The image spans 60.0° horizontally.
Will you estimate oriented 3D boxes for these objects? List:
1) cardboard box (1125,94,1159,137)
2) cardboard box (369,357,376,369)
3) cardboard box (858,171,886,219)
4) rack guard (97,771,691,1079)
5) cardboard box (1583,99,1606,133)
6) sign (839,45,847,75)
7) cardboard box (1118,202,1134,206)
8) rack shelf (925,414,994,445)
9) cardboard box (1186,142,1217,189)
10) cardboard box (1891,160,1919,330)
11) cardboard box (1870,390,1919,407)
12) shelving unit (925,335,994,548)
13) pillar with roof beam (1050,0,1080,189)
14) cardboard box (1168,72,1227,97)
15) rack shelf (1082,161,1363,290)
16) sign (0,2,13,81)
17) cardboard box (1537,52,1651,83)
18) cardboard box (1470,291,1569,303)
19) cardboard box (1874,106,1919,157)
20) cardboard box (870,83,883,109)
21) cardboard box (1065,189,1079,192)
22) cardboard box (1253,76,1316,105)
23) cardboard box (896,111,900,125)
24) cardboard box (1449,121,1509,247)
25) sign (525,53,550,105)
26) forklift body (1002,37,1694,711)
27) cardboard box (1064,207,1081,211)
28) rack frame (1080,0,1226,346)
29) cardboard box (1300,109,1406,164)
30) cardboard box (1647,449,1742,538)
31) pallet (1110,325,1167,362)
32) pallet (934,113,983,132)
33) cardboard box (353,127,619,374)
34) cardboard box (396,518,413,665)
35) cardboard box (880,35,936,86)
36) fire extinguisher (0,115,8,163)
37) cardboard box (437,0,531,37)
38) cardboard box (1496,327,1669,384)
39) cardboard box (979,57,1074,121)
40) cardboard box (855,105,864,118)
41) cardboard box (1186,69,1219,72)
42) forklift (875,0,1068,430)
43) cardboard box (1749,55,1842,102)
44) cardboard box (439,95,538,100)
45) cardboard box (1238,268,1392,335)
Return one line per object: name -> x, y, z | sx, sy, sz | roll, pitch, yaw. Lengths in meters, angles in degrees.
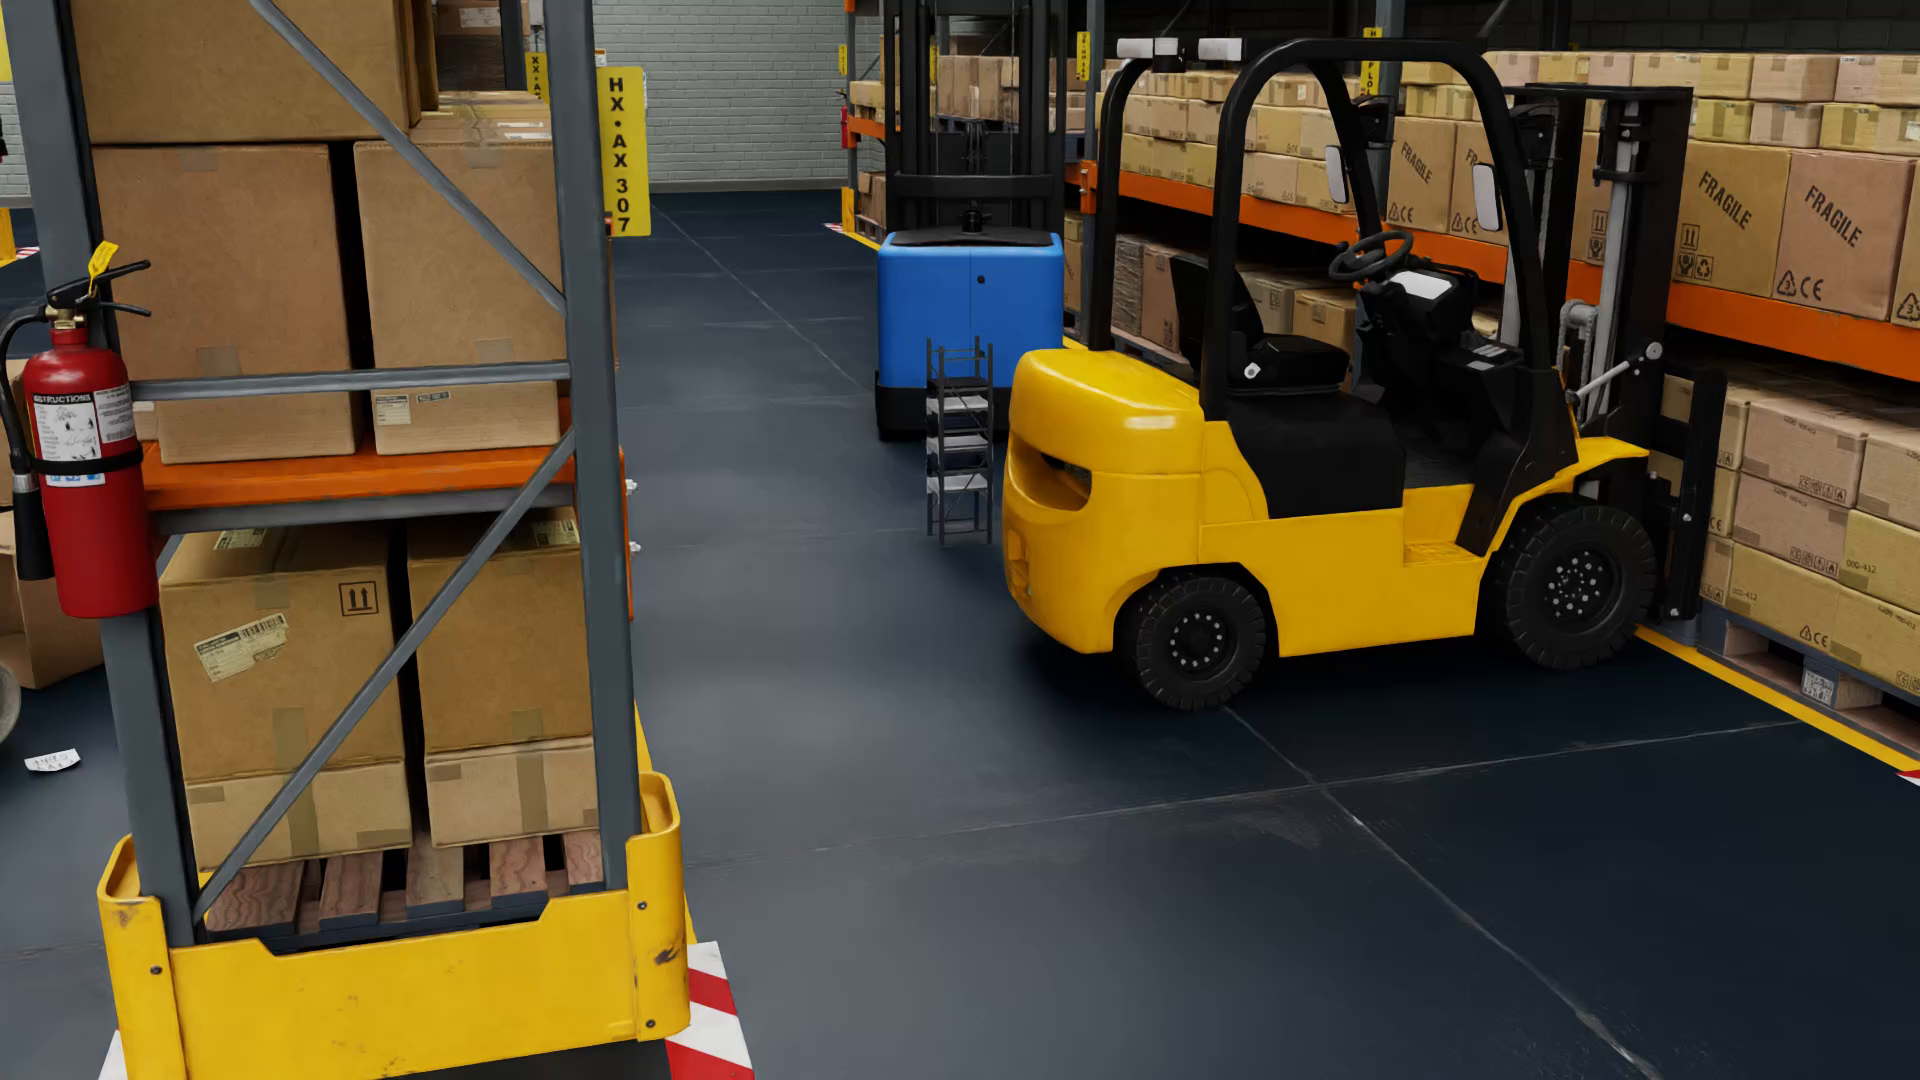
cardboard box -> 1.408, -2.798, 10.945 | 0.500, 0.250, 0.500 | -4, 17, -14
cardboard box -> -1.166, -0.364, 3.886 | 0.380, 0.149, 0.250 | -4, 17, -14
cardboard box -> -0.737, -3.953, 19.007 | 0.797, 0.503, 0.637 | -5, 18, -17
rack guard -> -1.209, 0.871, 3.683 | 1.175, 0.500, 0.348 | -5, 17, -15
cardboard box -> 2.642, -1.698, 6.590 | 0.380, 0.149, 0.250 | -5, 18, -17
sign -> -1.336, -5.496, 19.029 | 0.100, 0.325, 0.005 | -5, 17, -15
cardboard box -> 1.244, -2.684, 13.660 | 0.380, 0.149, 0.250 | -5, 17, -16
rack shelf -> -0.002, -0.488, 7.314 | 0.258, 0.077, 0.200 | -5, 17, -15
cardboard box -> 1.694, -2.272, 10.064 | 0.500, 0.250, 0.500 | -4, 17, -13
cardboard box -> 3.195, -0.862, 4.933 | 0.500, 0.500, 0.500 | -5, 17, -16
cardboard box -> 3.492, -0.347, 5.706 | 0.500, 0.250, 0.500 | -5, 17, -15
shelving unit -> -0.002, -0.433, 7.330 | 0.258, 0.900, 0.210 | -5, 17, -15
pillar with roof beam -> -3.179, -6.814, 14.496 | 9.100, 9.000, 0.400 | -5, 17, -15
cardboard box -> 1.540, -2.877, 10.515 | 0.380, 0.149, 0.250 | -5, 17, -15
rack shelf -> 1.934, -2.014, 10.192 | 1.077, 0.370, 4.000 | -5, 17, -15
sign -> -1.728, -0.973, 2.914 | 0.100, 0.325, 0.005 | -5, 17, -15
cardboard box -> 2.593, -1.910, 6.779 | 0.380, 0.149, 0.250 | -5, 17, -16
cardboard box -> 2.805, -1.047, 8.036 | 0.500, 0.250, 0.500 | -4, 17, -14
cardboard box -> 3.107, -1.276, 5.184 | 0.380, 0.149, 0.250 | -4, 17, -14
cardboard box -> -0.667, -4.769, 17.857 | 0.500, 0.250, 0.500 | -5, 17, -16
cardboard box -> 0.912, -3.046, 14.865 | 0.380, 0.149, 0.250 | -6, 18, -18
cardboard box -> 1.860, -2.522, 9.332 | 0.380, 0.149, 0.250 | -5, 17, -17
cardboard box -> -0.452, -4.394, 17.302 | 0.380, 0.149, 0.250 | -5, 17, -15
cardboard box -> 2.514, -1.567, 7.280 | 0.500, 0.500, 0.500 | -4, 17, -14
sign -> -1.768, -1.871, 6.962 | 0.100, 0.325, 0.005 | -5, 17, -15
forklift body -> 1.308, -0.672, 5.951 | 2.313, 2.155, 1.214 | -5, 17, -15
cardboard box -> 0.842, -2.569, 13.276 | 0.380, 0.149, 0.250 | -4, 17, -14
rack frame -> 1.384, -2.911, 11.930 | 1.000, 3.000, 0.127 | -5, 17, -15
cardboard box -> 2.103, -2.088, 8.581 | 0.500, 0.250, 0.500 | -5, 17, -16
cardboard box -> 2.859, -0.213, 6.127 | 0.500, 0.250, 0.500 | -5, 17, -17
pallet -> 1.573, -1.345, 11.563 | 1.003, 0.211, 1.213 | -5, 17, -15
pallet -> 0.400, -3.696, 14.877 | 1.003, 0.211, 1.213 | -5, 17, -15
cardboard box -> -1.052, -0.648, 3.705 | 0.500, 0.500, 0.500 | -5, 17, -16
cardboard box -> -1.806, 0.107, 4.629 | 0.500, 0.500, 0.500 | -4, 17, -13
cardboard box -> -0.536, -4.992, 17.298 | 0.500, 0.500, 0.500 | -4, 17, -14
fire extinguisher -> -9.943, -4.202, 17.009 | 0.296, 0.674, 0.183 | -5, 17, -15
cardboard box -> -2.077, -2.272, 7.252 | 0.380, 0.149, 0.250 | -5, 17, -15
cardboard box -> 2.594, -0.730, 6.981 | 0.500, 0.250, 0.500 | -4, 17, -13
cardboard box -> 0.561, -3.755, 13.835 | 0.700, 0.500, 0.500 | -5, 17, -16
cardboard box -> -0.988, -4.891, 18.958 | 0.380, 0.149, 0.250 | -5, 17, -16
cardboard box -> 1.668, -3.196, 11.576 | 0.380, 0.149, 0.250 | -4, 17, -13
forklift -> 0.100, -2.379, 10.278 | 1.130, 2.935, 3.031 | 0, 17, 2
cardboard box -> 2.911, -1.556, 5.599 | 0.380, 0.149, 0.250 | -4, 17, -14
cardboard box -> -1.779, -1.357, 6.064 | 0.500, 0.500, 0.500 | -4, 17, -13
cardboard box -> 2.124, -1.227, 9.722 | 0.875, 0.625, 0.625 | -5, 17, -16
